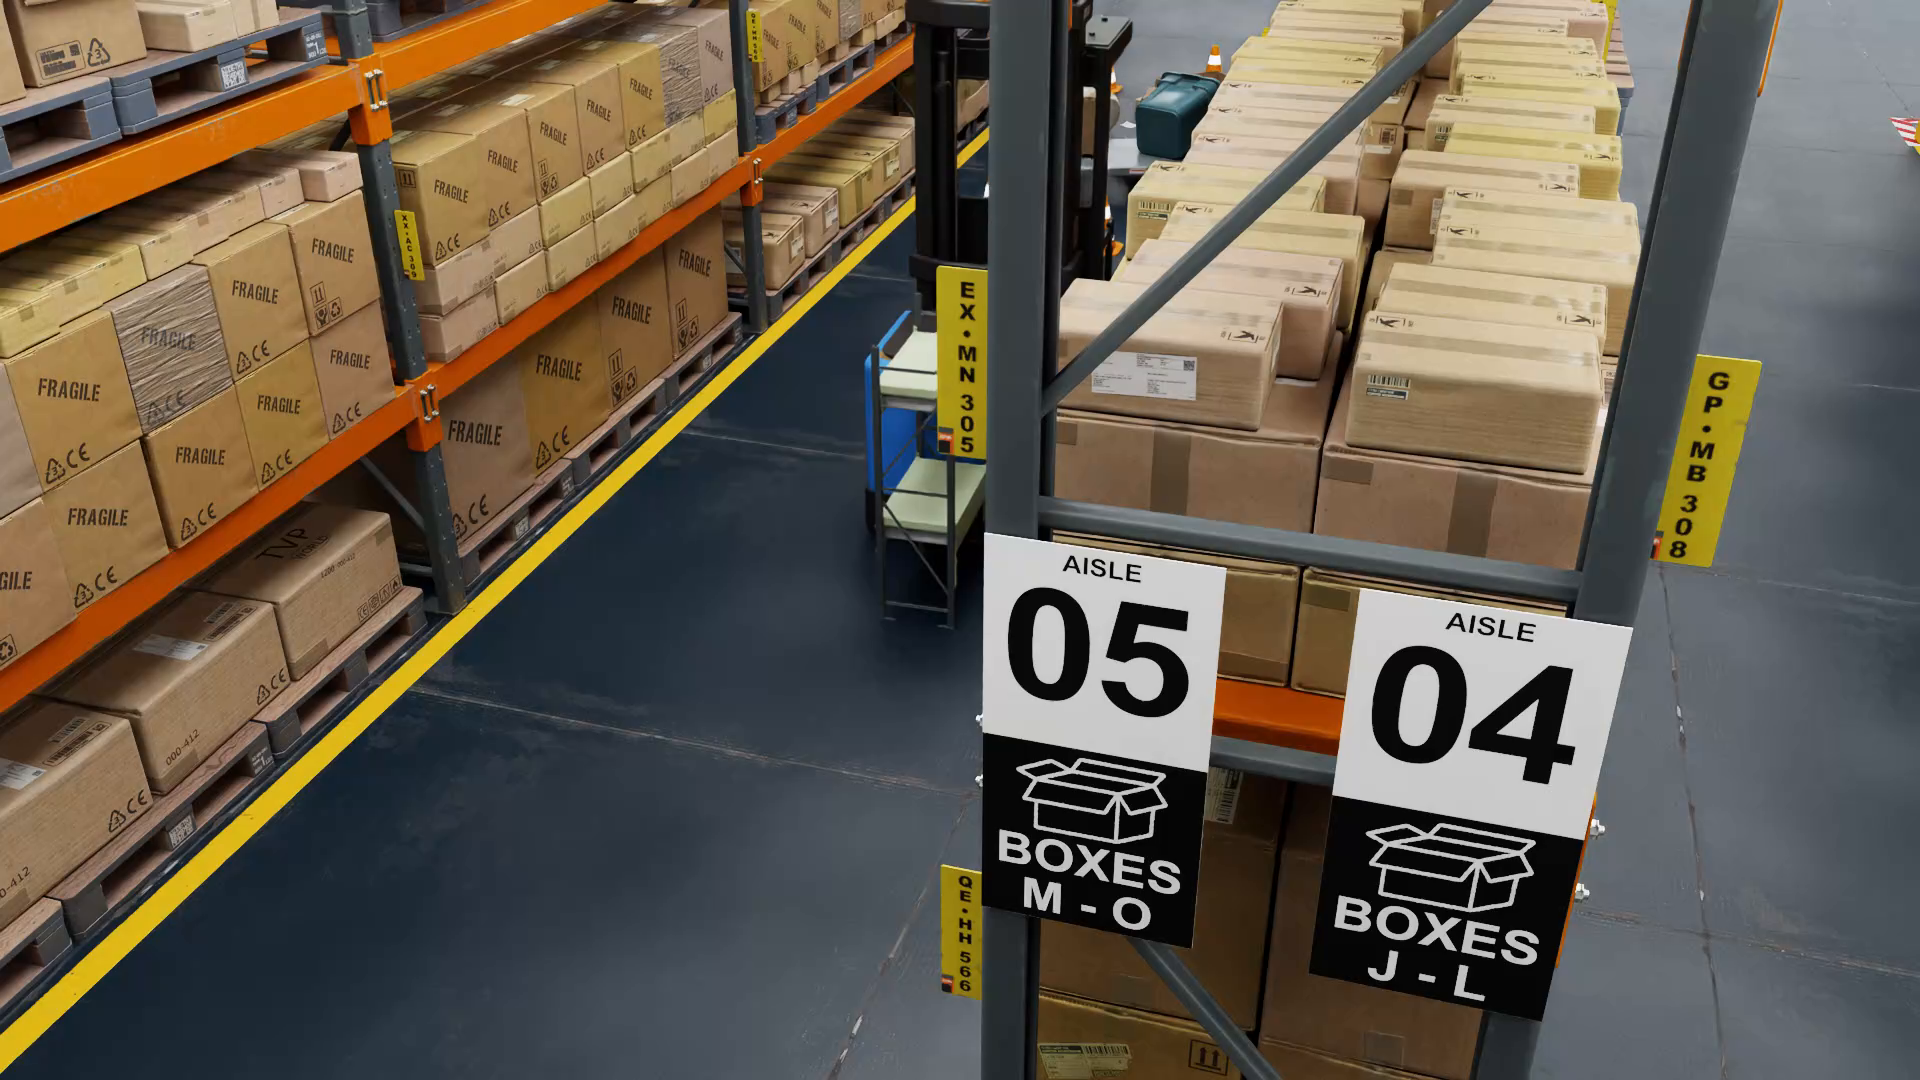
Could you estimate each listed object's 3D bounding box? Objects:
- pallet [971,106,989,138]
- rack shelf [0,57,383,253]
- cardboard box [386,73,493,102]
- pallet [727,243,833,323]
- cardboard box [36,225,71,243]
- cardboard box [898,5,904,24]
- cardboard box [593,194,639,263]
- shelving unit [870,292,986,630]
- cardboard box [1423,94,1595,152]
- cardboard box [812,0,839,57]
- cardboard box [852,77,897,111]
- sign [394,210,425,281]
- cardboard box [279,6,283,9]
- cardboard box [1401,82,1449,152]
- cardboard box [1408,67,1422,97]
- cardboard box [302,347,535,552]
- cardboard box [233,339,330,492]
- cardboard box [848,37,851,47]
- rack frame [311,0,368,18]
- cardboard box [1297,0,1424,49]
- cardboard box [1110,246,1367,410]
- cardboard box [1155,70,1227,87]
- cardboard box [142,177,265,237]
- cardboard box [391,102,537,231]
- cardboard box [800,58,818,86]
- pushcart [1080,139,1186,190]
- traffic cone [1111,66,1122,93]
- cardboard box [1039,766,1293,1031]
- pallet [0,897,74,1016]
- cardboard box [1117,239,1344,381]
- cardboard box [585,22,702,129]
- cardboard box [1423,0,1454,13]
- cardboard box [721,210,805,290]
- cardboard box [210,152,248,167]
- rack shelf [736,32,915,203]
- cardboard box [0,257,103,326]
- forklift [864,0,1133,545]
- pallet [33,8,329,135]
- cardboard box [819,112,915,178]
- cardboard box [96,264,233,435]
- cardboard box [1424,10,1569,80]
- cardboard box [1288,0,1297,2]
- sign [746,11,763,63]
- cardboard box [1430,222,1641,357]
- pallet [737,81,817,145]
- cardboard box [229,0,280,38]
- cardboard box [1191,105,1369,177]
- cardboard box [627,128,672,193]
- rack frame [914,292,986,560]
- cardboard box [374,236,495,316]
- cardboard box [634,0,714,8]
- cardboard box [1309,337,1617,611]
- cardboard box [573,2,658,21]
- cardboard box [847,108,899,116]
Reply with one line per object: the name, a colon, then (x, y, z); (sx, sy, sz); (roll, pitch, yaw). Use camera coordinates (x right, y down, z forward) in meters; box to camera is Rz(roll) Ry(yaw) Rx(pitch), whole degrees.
pallet: (-0.184, -4.398, 16.938); (1.003, 0.211, 1.213); (8, 30, 15)
rack shelf: (-3.638, -1.079, 5.759); (1.077, 0.370, 4.000); (8, 30, 15)
cardboard box: (-2.848, -2.211, 9.007); (0.500, 0.500, 0.500); (9, 30, 16)
pallet: (-1.646, -2.016, 12.656); (1.003, 0.211, 1.213); (8, 30, 15)
cardboard box: (-3.724, -1.195, 6.513); (0.380, 0.149, 0.250); (8, 30, 13)
cardboard box: (-0.685, -4.405, 13.910); (0.380, 0.149, 0.250); (8, 30, 13)
cardboard box: (-2.198, -1.821, 9.593); (0.500, 0.250, 0.500); (8, 30, 14)
shelving unit: (-0.128, -0.400, 8.427); (0.431, 1.500, 0.755); (7, 30, 13)
cardboard box: (1.333, -0.968, 4.049); (0.380, 0.149, 0.250); (10, 30, 17)
cardboard box: (-1.228, -3.896, 12.326); (0.500, 0.500, 0.500); (9, 30, 16)
cardboard box: (-0.786, -4.353, 15.615); (0.500, 0.500, 0.500); (8, 30, 14)
sign: (-2.520, -1.347, 7.614); (0.100, 0.325, 0.005); (8, 30, 15)
cardboard box: (-5.941, -4.375, 13.670); (0.500, 0.250, 0.500); (8, 30, 14)
cardboard box: (1.505, -1.083, 4.666); (0.500, 0.250, 0.500); (10, 31, 17)
cardboard box: (1.189, -1.396, 5.229); (0.500, 0.250, 0.500); (8, 30, 15)
cardboard box: (-2.946, -0.567, 8.937); (0.875, 0.875, 0.875); (9, 30, 16)
cardboard box: (-3.089, -0.564, 7.076); (0.500, 0.500, 0.500); (8, 30, 14)
cardboard box: (-1.079, -3.946, 13.084); (0.380, 0.149, 0.250); (7, 30, 13)
rack frame: (-3.051, -3.634, 6.526); (1.000, 3.000, 0.127); (8, 30, 15)
cardboard box: (1.262, -1.644, 5.264); (0.380, 0.149, 0.250); (8, 30, 14)
cardboard box: (0.577, -0.446, 3.521); (0.500, 0.250, 0.500); (8, 30, 14)
cardboard box: (2.376, -4.321, 16.499); (0.797, 0.503, 0.637); (-12, 31, -20)
cardboard box: (-3.101, -1.367, 6.822); (0.380, 0.149, 0.250); (9, 30, 15)
cardboard box: (-2.524, -1.897, 8.443); (0.500, 0.500, 0.500); (8, 30, 15)
cardboard box: (-1.264, -3.442, 12.178); (0.380, 0.149, 0.250); (9, 30, 15)
pushcart: (1.491, -3.282, 14.762); (1.648, 0.377, 0.936); (-1, 29, -3)
traffic cone: (1.578, -5.097, 17.936); (0.336, 0.463, 0.334); (8, 30, 15)
cardboard box: (0.433, 0.647, 3.564); (0.500, 0.500, 0.500); (8, 30, 14)
pallet: (-4.066, 1.682, 6.009); (1.003, 0.211, 1.213); (8, 30, 15)
cardboard box: (0.498, -0.432, 3.086); (0.380, 0.149, 0.250); (9, 30, 16)
cardboard box: (-1.922, -2.835, 10.129); (0.500, 0.500, 0.500); (9, 30, 16)
cardboard box: (1.927, -2.052, 6.232); (0.700, 0.500, 0.500); (9, 30, 15)
cardboard box: (-1.702, -2.168, 12.332); (0.950, 0.372, 0.625); (6, 30, 11)
cardboard box: (-3.392, -1.667, 7.362); (0.380, 0.149, 0.250); (8, 30, 14)
rack shelf: (-1.290, -3.486, 13.172); (1.077, 0.370, 4.000); (8, 30, 15)
cardboard box: (-3.331, -0.887, 5.960); (0.380, 0.149, 0.250); (9, 30, 15)
forklift: (0.347, -1.921, 9.689); (1.130, 2.935, 3.031); (7, 30, 13)
pallet: (-3.301, -1.906, 6.596); (1.003, 0.211, 1.213); (8, 30, 15)
cardboard box: (-0.855, -3.521, 14.765); (0.950, 0.372, 0.625); (9, 30, 16)
cardboard box: (-3.223, -0.762, 6.403); (0.500, 0.500, 0.500); (9, 30, 16)
cardboard box: (1.591, -1.458, 4.929); (0.380, 0.149, 0.250); (10, 30, 17)
cardboard box: (1.282, -1.769, 5.488); (0.380, 0.149, 0.250); (7, 30, 13)
sign: (-1.346, -3.300, 10.905); (0.100, 0.325, 0.005); (8, 30, 15)
cardboard box: (1.090, -0.482, 3.175); (0.380, 0.149, 0.250); (8, 30, 15)
pallet: (-1.770, -3.134, 11.995); (1.213, 0.211, 1.003); (8, 30, 15)
cardboard box: (-2.933, -2.149, 6.546); (0.396, 0.266, 0.258); (9, 30, 16)
cardboard box: (0.759, -0.919, 3.961); (0.380, 0.149, 0.250); (9, 30, 16)
cardboard box: (-2.054, -2.283, 9.909); (0.500, 0.250, 0.500); (8, 30, 14)
rack frame: (-0.035, -0.572, 8.736); (0.400, 1.500, 0.023); (7, 30, 13)
cardboard box: (-2.653, -1.330, 8.195); (0.500, 0.250, 0.500); (8, 30, 13)
cardboard box: (-2.010, -3.479, 11.578); (0.500, 0.500, 0.500); (8, 30, 13)
cardboard box: (0.916, -0.129, 2.952); (0.500, 0.250, 0.500); (9, 30, 16)
cardboard box: (-2.256, -3.158, 10.709); (0.500, 0.500, 0.500); (8, 30, 13)
cardboard box: (-0.787, -4.025, 15.797); (0.500, 0.250, 0.500); (10, 31, 17)
